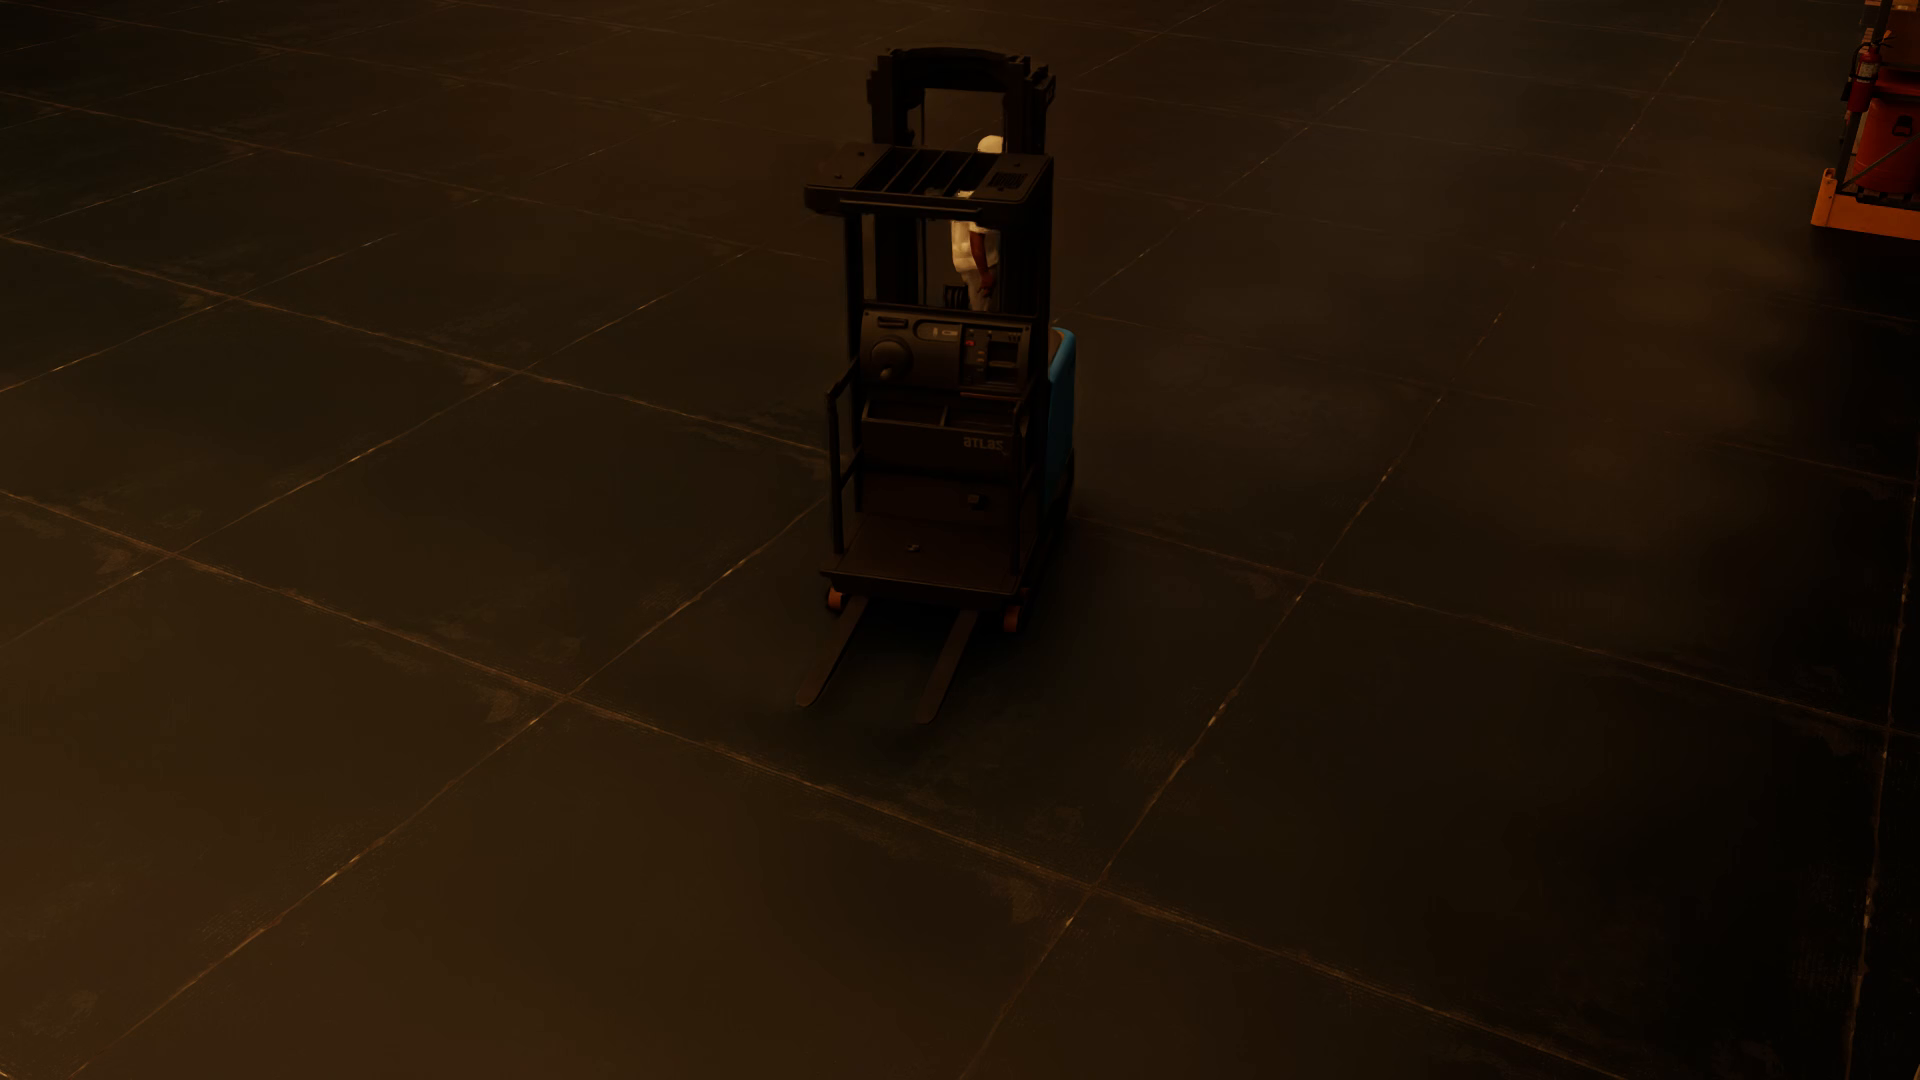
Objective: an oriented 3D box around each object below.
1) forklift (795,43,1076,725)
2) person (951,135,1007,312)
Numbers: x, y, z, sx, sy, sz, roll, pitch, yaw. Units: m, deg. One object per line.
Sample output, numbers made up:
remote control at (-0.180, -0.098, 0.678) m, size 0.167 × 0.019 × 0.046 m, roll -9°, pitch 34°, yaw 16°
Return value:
forklift at (-0.127, -0.963, 8.739) m, size 1.130 × 2.935 × 3.031 m, roll 7°, pitch 31°, yaw 12°
person at (0.169, -1.949, 11.623) m, size 0.460 × 1.759 × 0.629 m, roll 0°, pitch 30°, yaw 0°
